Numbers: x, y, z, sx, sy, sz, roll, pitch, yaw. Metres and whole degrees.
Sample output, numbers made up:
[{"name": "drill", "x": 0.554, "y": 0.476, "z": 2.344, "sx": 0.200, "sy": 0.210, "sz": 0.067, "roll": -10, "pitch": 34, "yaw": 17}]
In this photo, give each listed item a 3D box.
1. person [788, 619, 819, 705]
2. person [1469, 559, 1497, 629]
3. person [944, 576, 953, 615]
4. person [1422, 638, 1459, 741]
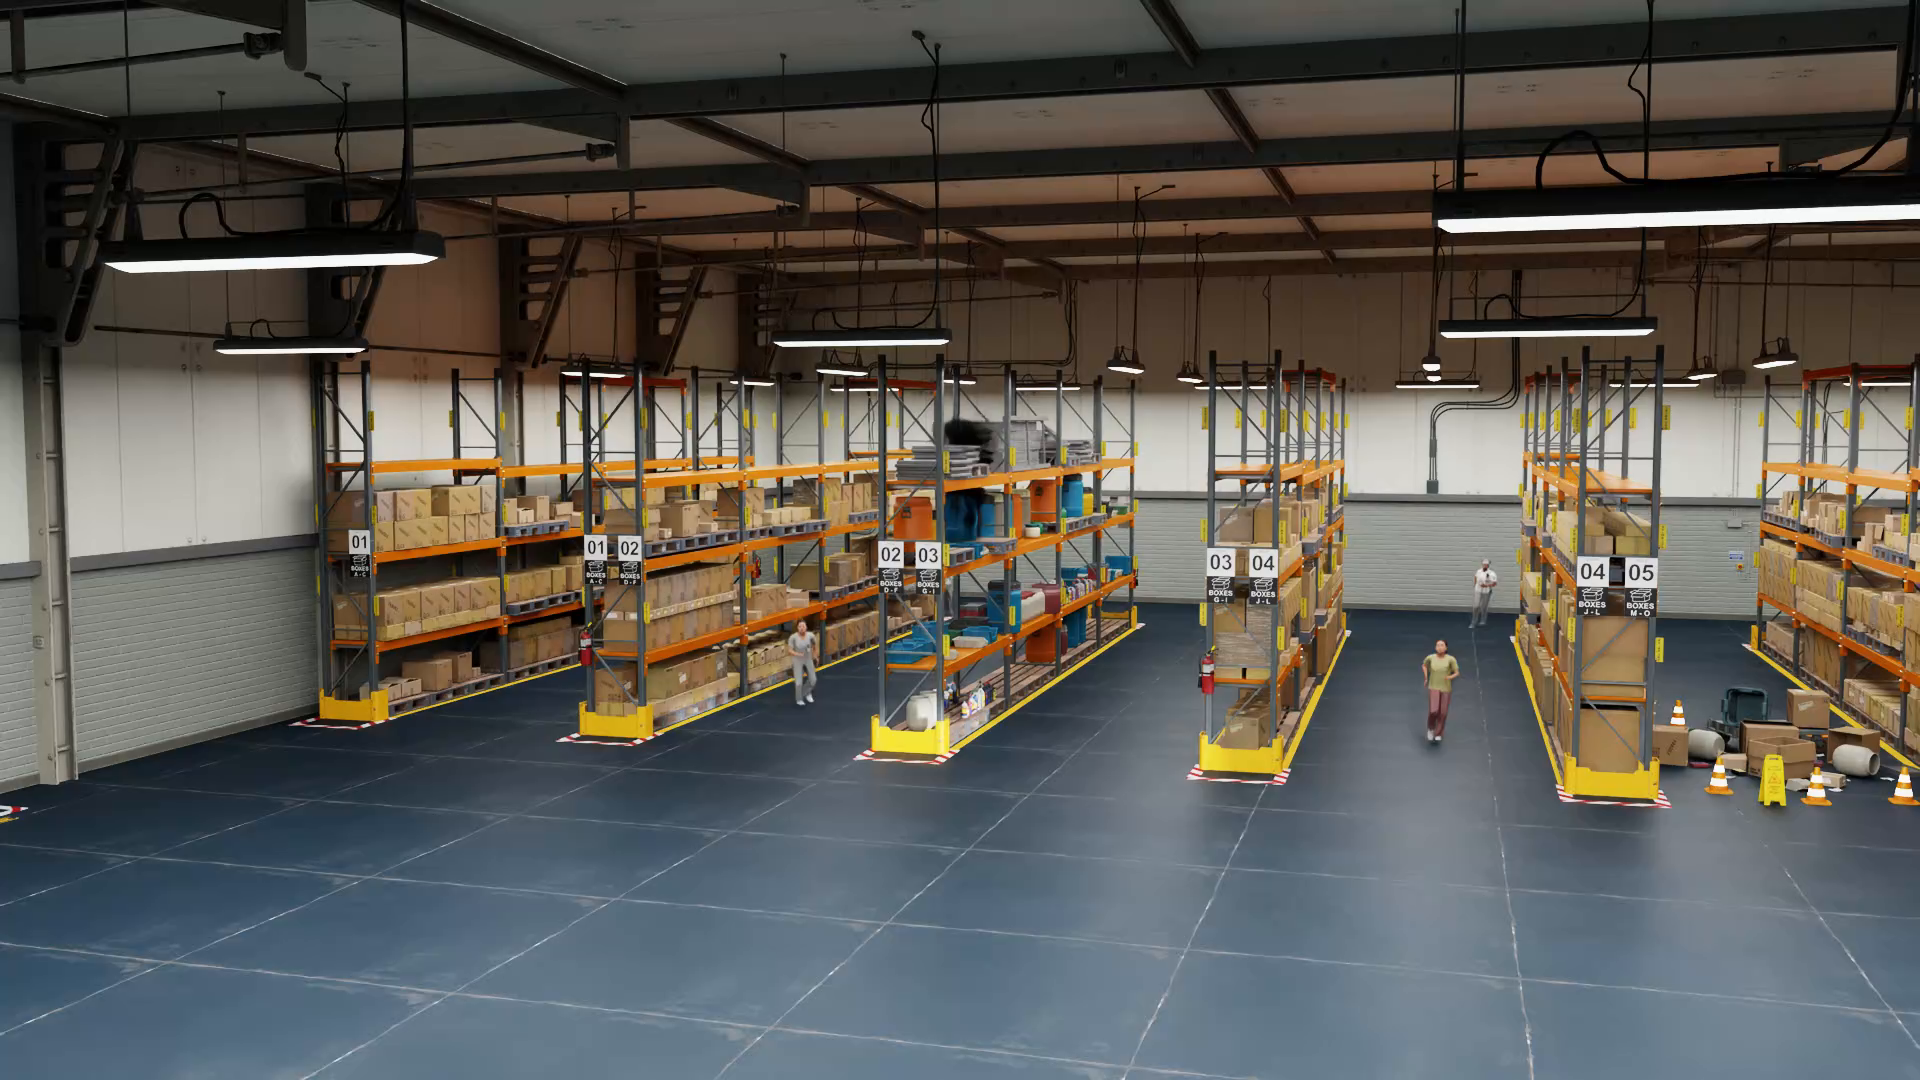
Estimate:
[{"name": "person", "x": -2.741, "y": 2.150, "z": 29.094, "sx": 0.562, "sy": 1.561, "sz": 0.755, "roll": -1, "pitch": 4, "yaw": -15}, {"name": "person", "x": 12.675, "y": 1.306, "z": 40.163, "sx": 0.608, "sy": 1.742, "sz": 0.715, "roll": 2, "pitch": 5, "yaw": 31}, {"name": "person", "x": -0.409, "y": 1.131, "z": 42.770, "sx": 0.734, "sy": 1.657, "sz": 0.616, "roll": 2, "pitch": 5, "yaw": 25}, {"name": "person", "x": 7.443, "y": 2.333, "z": 25.759, "sx": 0.548, "sy": 1.631, "sz": 0.611, "roll": 1, "pitch": 4, "yaw": 13}]
